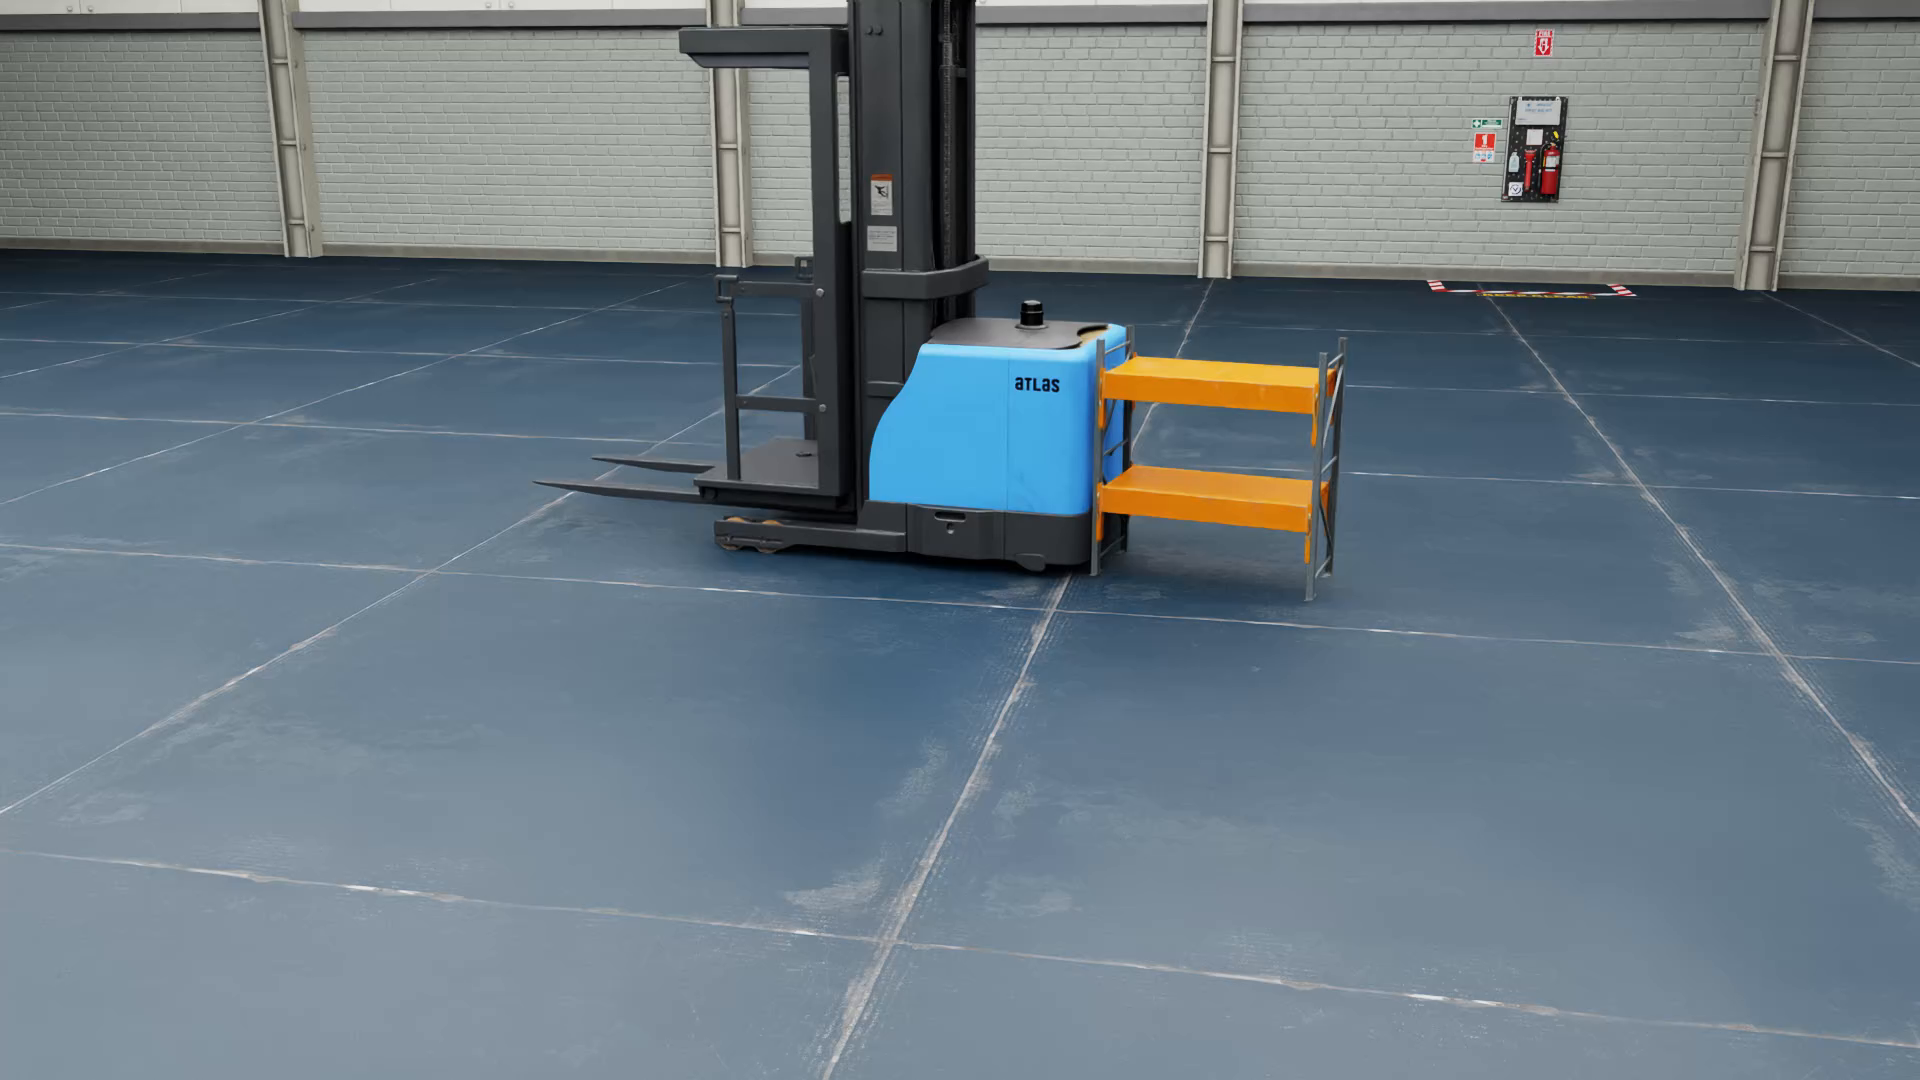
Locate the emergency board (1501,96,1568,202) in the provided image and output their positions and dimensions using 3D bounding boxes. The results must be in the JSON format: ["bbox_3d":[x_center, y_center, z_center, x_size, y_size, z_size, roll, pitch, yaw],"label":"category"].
[{"bbox_3d":[6.506,-4.406,18.778,0.643,1.169,0.194,3,16,11],"label":"emergency board"}]

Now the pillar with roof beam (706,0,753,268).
[{"bbox_3d":[-3.697,-6.668,15.706,0.400,9.000,9.100,3,16,11],"label":"pillar with roof beam"}]

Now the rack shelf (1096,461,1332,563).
[{"bbox_3d":[1.200,-0.144,7.820,1.000,0.278,0.538,6,17,22],"label":"rack shelf"}]

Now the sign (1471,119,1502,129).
[{"bbox_3d":[5.988,-4.732,18.897,0.331,0.109,0.001,3,16,11],"label":"sign"}]

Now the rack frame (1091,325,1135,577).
[{"bbox_3d":[0.731,-0.432,7.945,0.032,1.125,0.500,6,17,22],"label":"rack frame"}]

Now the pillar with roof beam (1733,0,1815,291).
[{"bbox_3d":[8.063,-6.029,13.401,0.400,9.000,9.100,3,16,11],"label":"pillar with roof beam"}]

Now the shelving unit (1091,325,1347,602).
[{"bbox_3d":[1.200,-0.380,7.755,1.048,1.125,0.538,6,17,22],"label":"shelving unit"}]

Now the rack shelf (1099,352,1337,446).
[{"bbox_3d":[1.200,-0.662,7.677,1.000,0.278,0.538,6,17,22],"label":"rack shelf"}]

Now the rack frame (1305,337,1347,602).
[{"bbox_3d":[1.668,-0.327,7.565,0.032,1.125,0.500,6,17,22],"label":"rack frame"}]

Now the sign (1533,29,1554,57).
[{"bbox_3d":[6.518,-5.549,18.565,0.199,0.298,0.001,3,16,11],"label":"sign"}]

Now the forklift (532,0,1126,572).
[{"bbox_3d":[-0.717,-1.472,8.315,3.031,2.935,1.130,5,16,17],"label":"forklift"}]

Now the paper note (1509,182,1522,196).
[{"bbox_3d":[6.347,-4.009,18.995,0.142,0.148,0.016,3,16,11],"label":"paper note"}]

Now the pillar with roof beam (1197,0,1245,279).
[{"bbox_3d":[2.183,-6.349,14.554,0.400,9.000,9.100,3,16,11],"label":"pillar with roof beam"}]

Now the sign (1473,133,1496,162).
[{"bbox_3d":[5.985,-4.479,18.977,0.234,0.329,0.001,3,16,11],"label":"sign"}]

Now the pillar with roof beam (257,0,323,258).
[{"bbox_3d":[-9.576,-6.987,16.858,0.400,9.000,9.100,3,16,11],"label":"pillar with roof beam"}]
